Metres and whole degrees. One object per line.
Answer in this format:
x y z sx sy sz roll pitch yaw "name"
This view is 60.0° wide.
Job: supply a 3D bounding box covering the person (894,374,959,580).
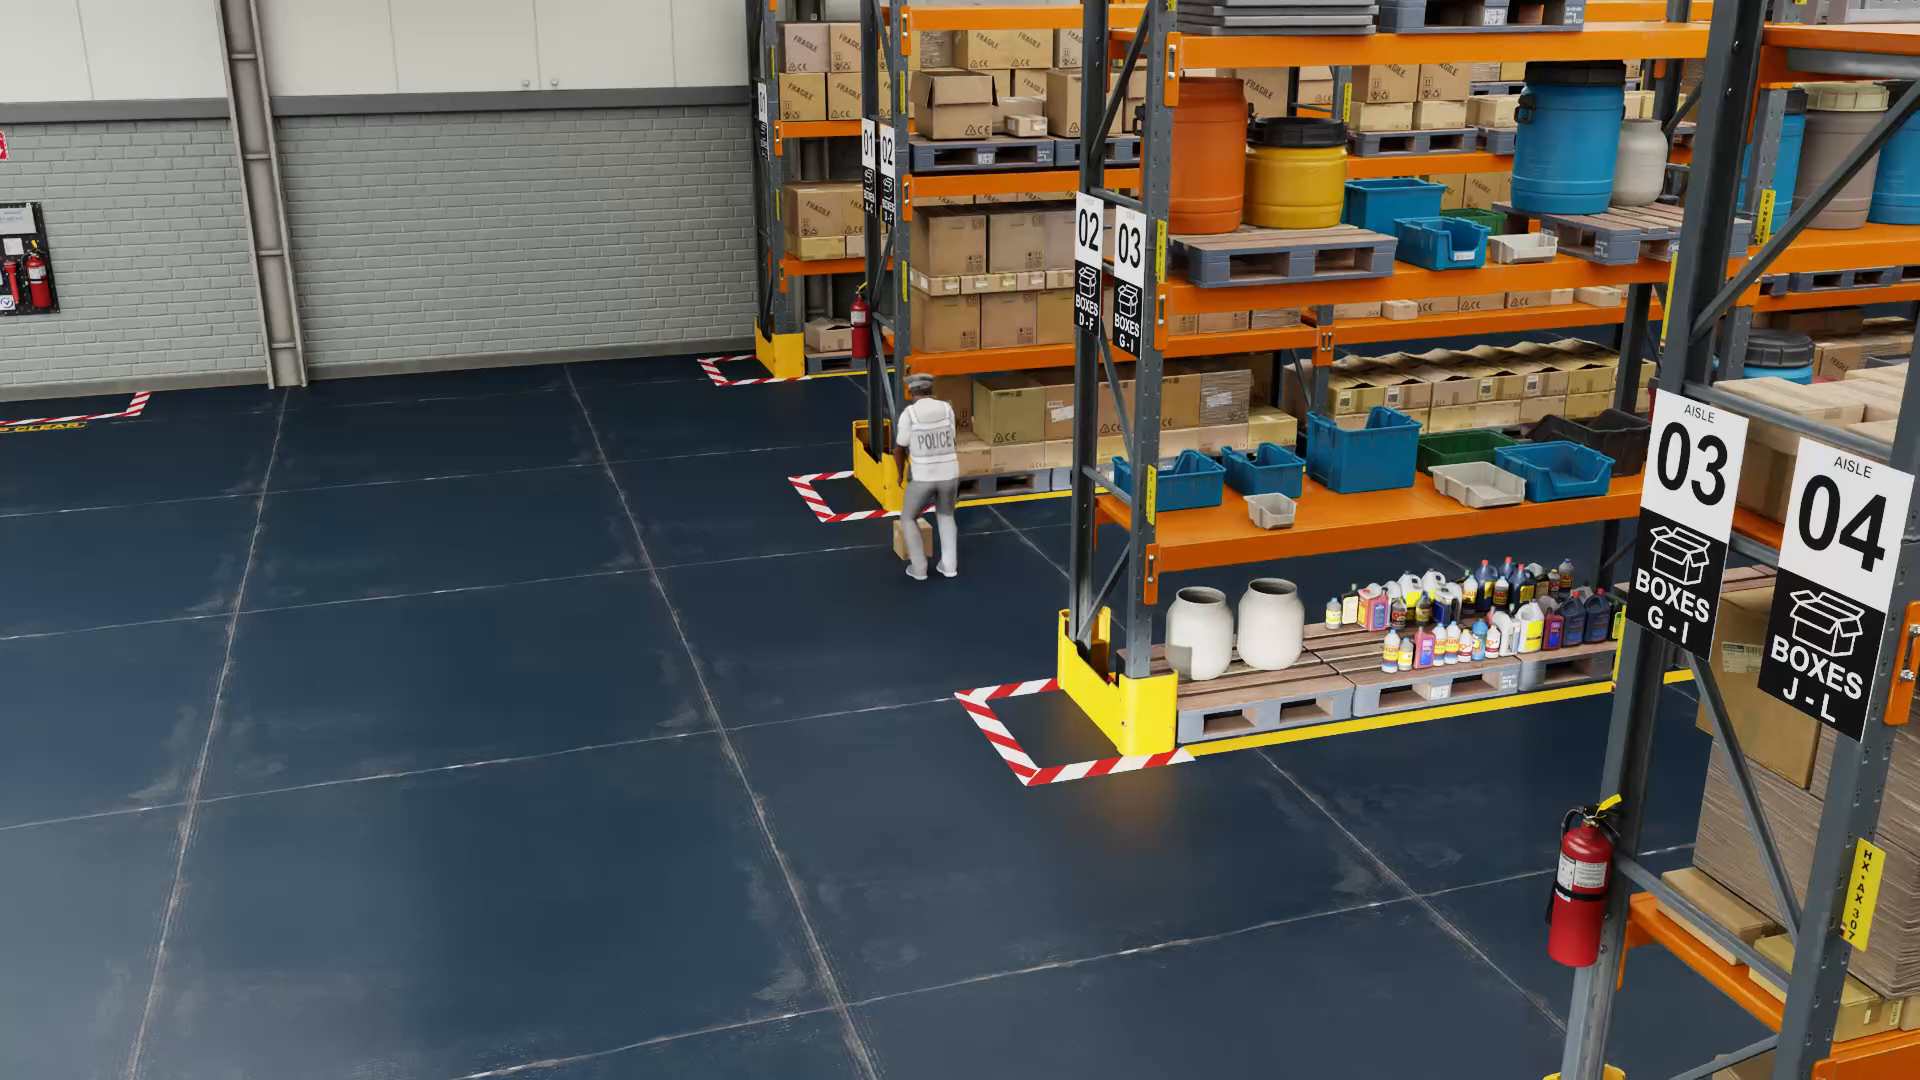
-0.258 -0.474 12.587 0.476 1.563 0.541 -6 20 -16 "person"
